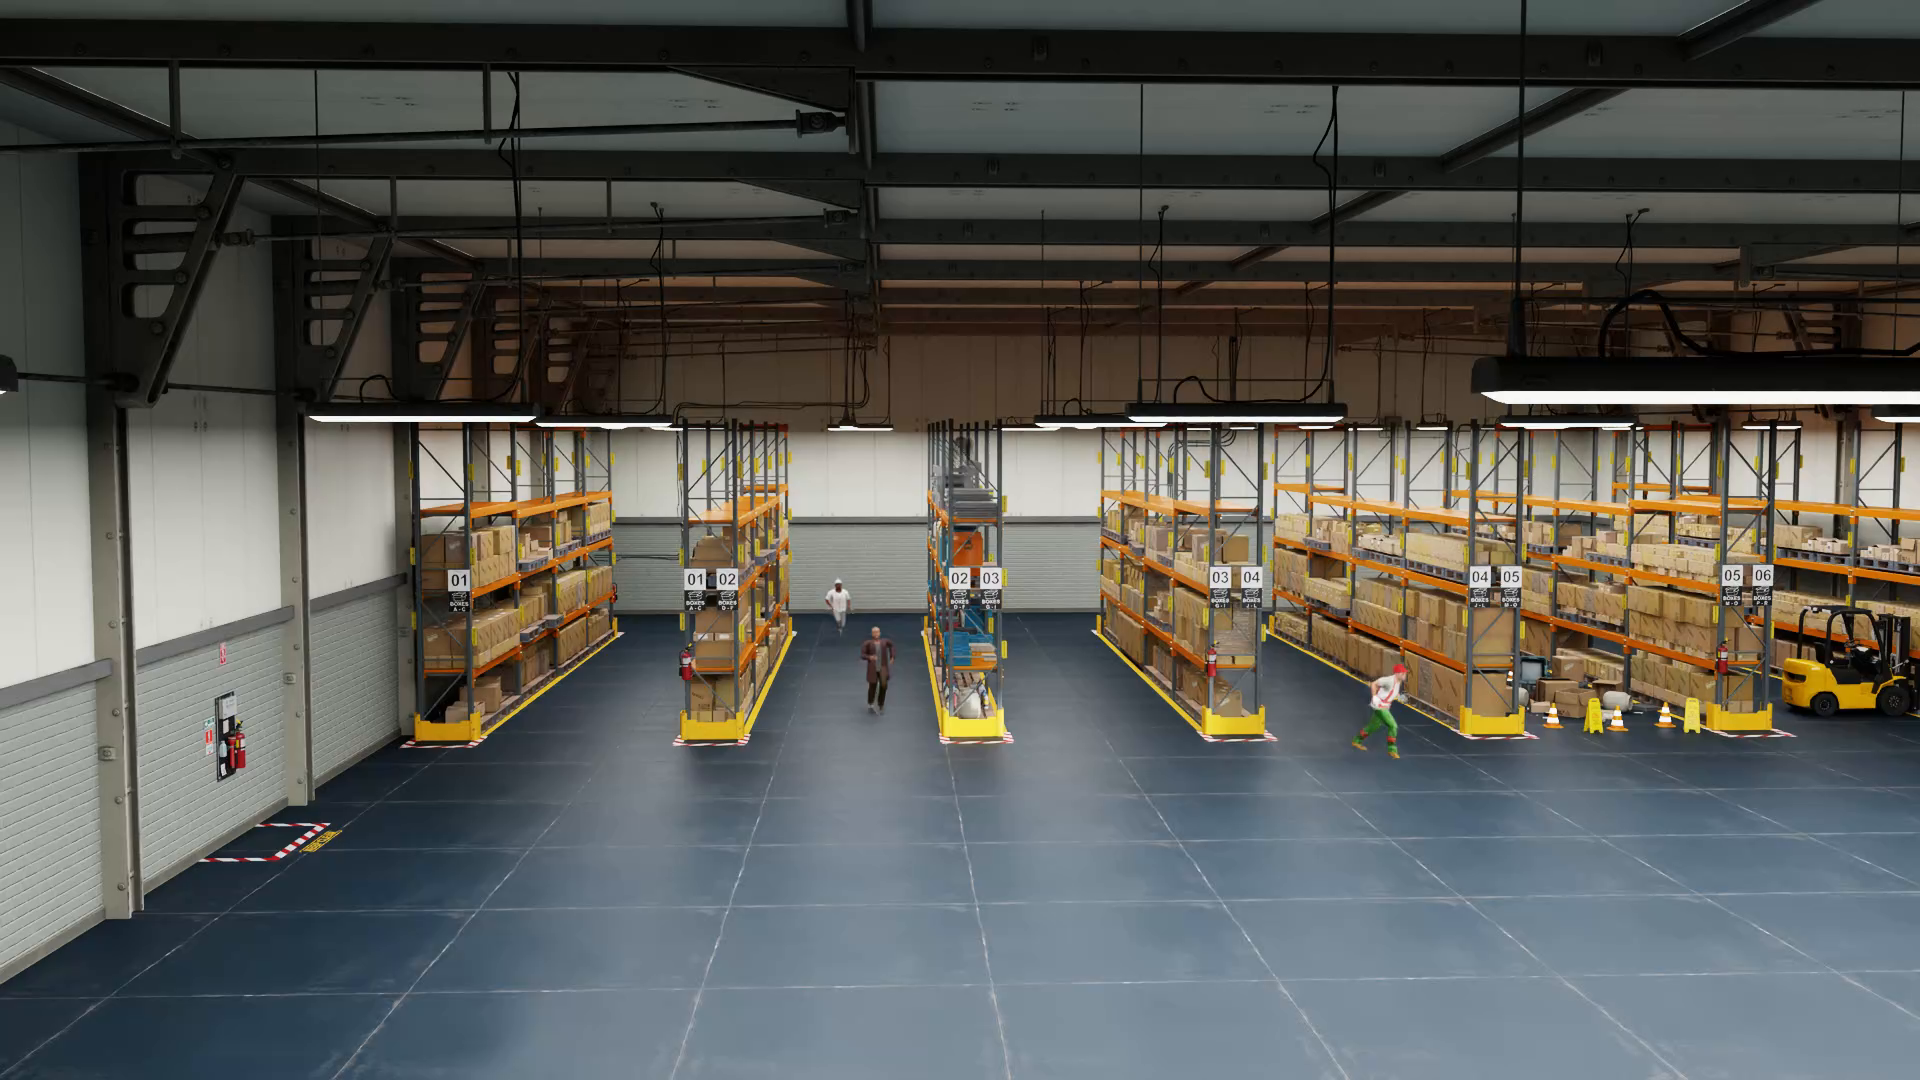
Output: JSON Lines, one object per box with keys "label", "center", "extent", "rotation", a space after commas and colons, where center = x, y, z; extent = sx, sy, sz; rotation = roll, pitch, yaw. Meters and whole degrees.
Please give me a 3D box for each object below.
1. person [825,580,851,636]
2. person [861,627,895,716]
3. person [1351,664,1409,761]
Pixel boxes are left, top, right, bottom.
{"label": "person", "center": [-3.336, 1.876, 45.681], "extent": [0.702, 1.590, 0.753], "rotation": [-1, 4, -15]}
{"label": "person", "center": [-1.671, 2.664, 33.936], "extent": [0.726, 1.798, 0.947], "rotation": [0, 4, -7]}
{"label": "person", "center": [7.394, 3.025, 29.334], "extent": [1.052, 1.731, 0.707], "rotation": [3, 5, 37]}
